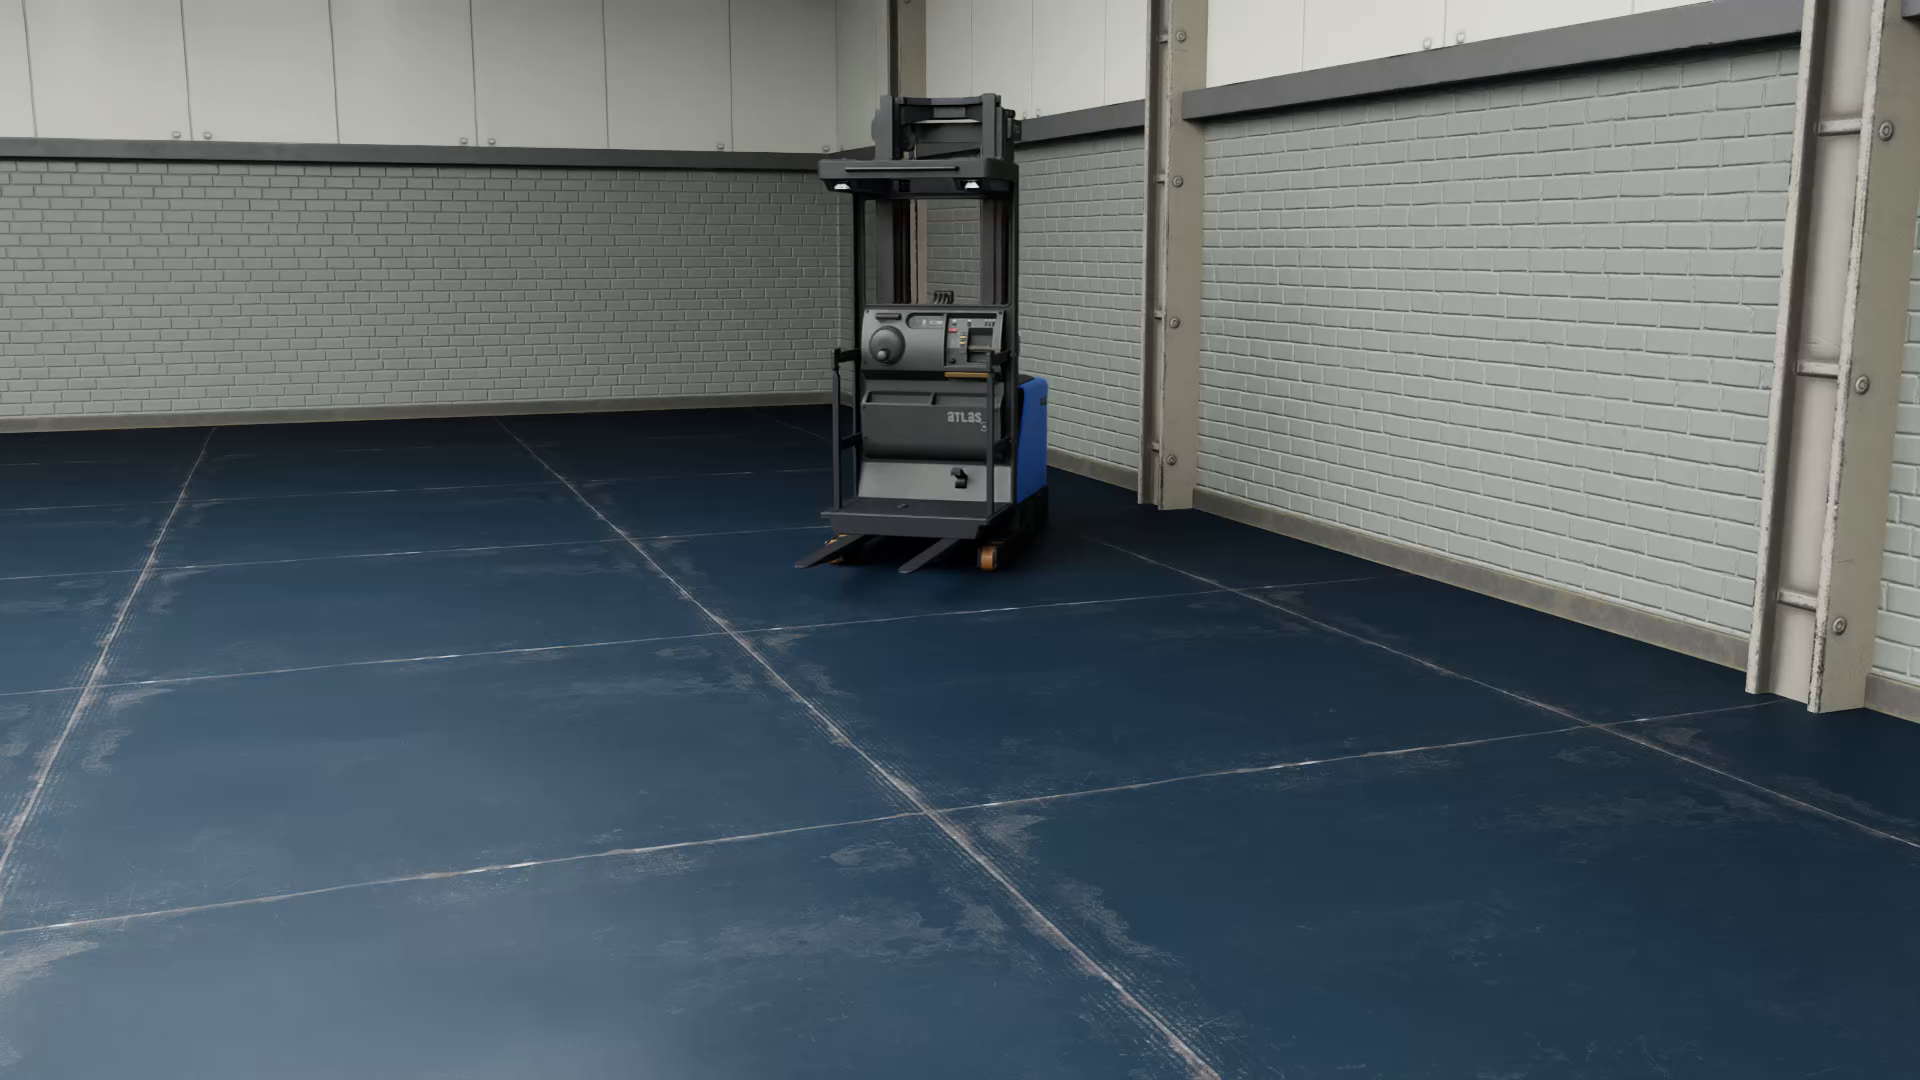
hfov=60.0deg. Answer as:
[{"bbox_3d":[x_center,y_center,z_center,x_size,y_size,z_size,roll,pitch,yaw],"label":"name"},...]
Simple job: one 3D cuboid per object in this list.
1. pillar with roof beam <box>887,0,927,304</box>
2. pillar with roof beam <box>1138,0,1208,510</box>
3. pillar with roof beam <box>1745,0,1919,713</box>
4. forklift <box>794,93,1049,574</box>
[{"bbox_3d":[-4.579,-5.407,16.124,9.100,9.000,0.400,-4,11,-21],"label":"pillar with roof beam"},{"bbox_3d":[-2.404,-4.428,10.618,9.100,9.000,0.400,-4,11,-21],"label":"pillar with roof beam"},{"bbox_3d":[-0.230,-3.449,5.112,9.100,9.000,0.400,-4,11,-21],"label":"pillar with roof beam"},{"bbox_3d":[-0.227,-1.316,10.451,1.130,2.935,3.031,3,10,14],"label":"forklift"}]
